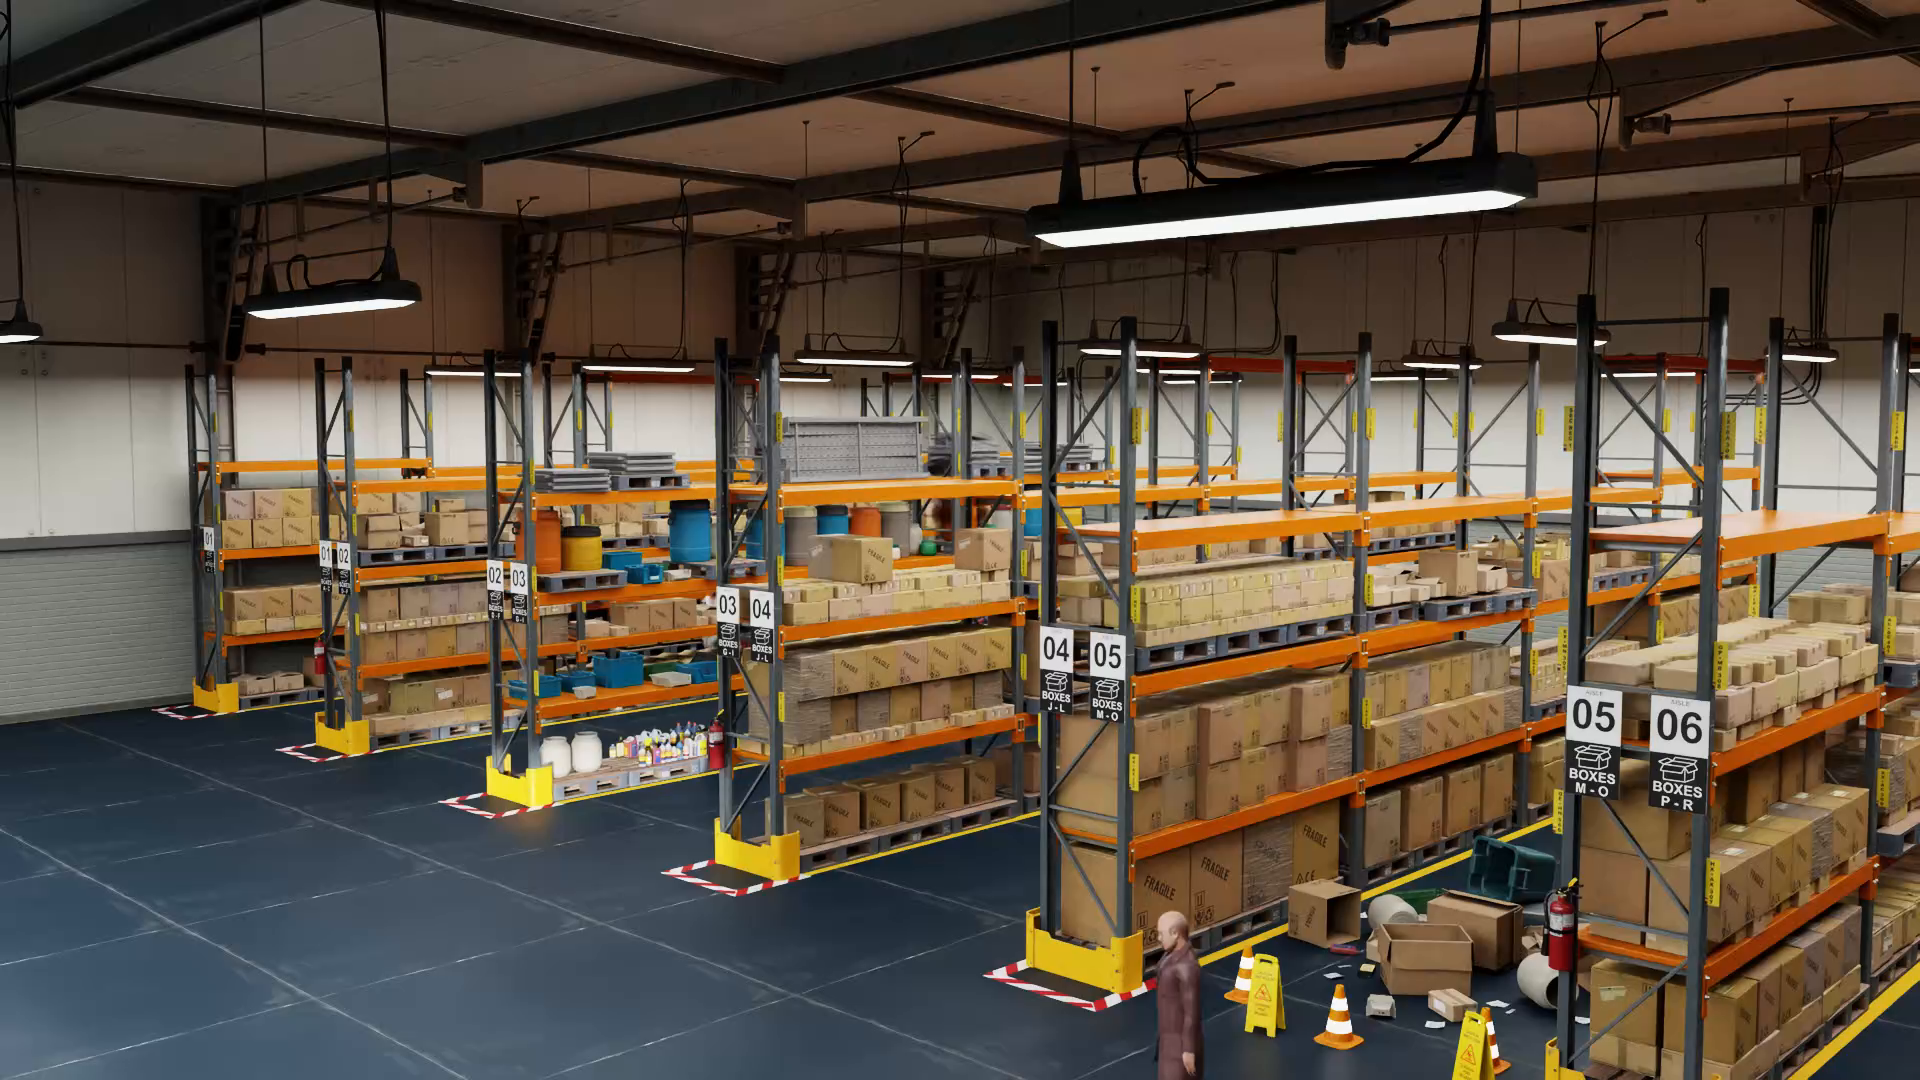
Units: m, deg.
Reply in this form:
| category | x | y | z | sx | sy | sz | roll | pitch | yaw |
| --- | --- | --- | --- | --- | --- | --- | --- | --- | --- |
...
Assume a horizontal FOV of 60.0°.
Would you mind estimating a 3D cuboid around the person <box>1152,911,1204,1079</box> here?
| category | x | y | z | sx | sy | sz | roll | pitch | yaw |
| --- | --- | --- | --- | --- | --- | --- | --- | --- | --- |
| person | 1.437 | 3.401 | 11.307 | 0.429 | 1.774 | 0.628 | 0 | 4 | 3 |

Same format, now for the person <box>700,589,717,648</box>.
| category | x | y | z | sx | sy | sz | roll | pitch | yaw |
| --- | --- | --- | --- | --- | --- | --- | --- | --- | --- |
| person | -4.972 | 1.731 | 33.580 | 0.613 | 1.766 | 0.695 | 2 | 5 | 19 |
